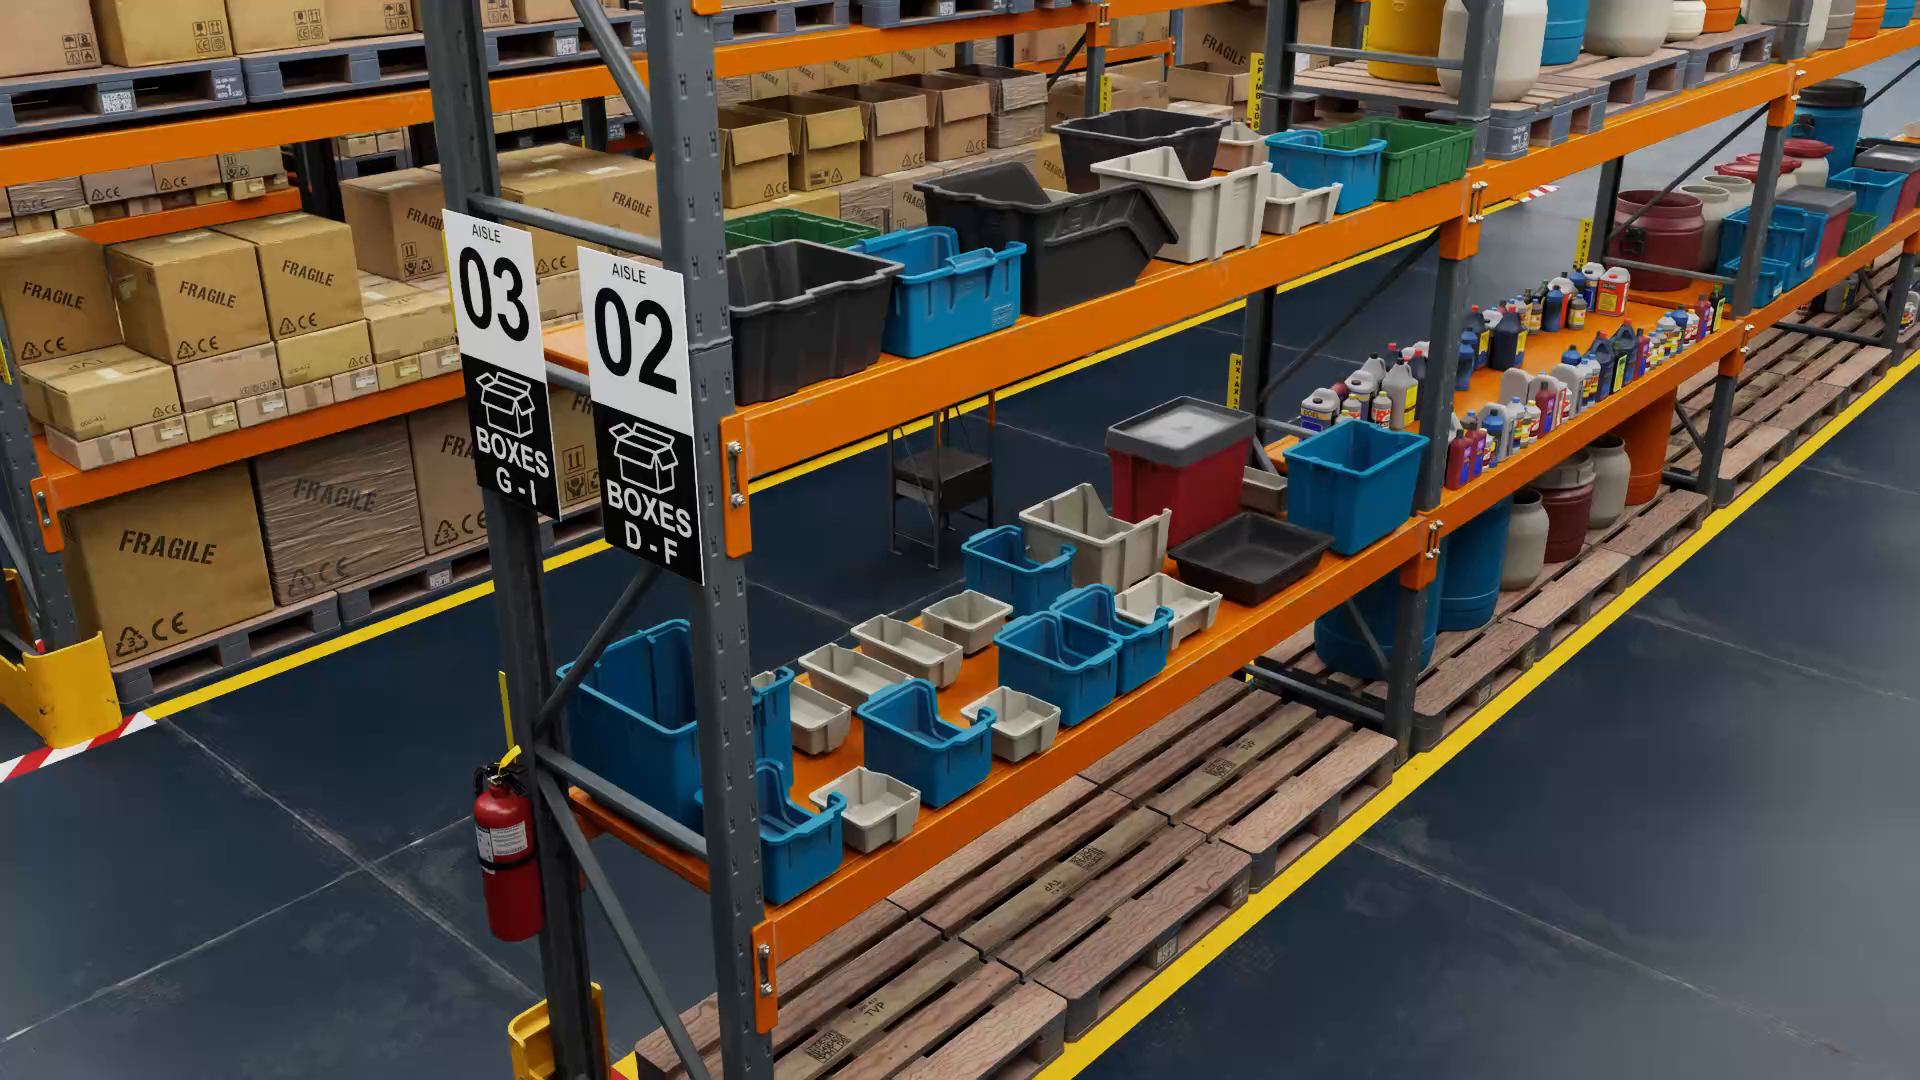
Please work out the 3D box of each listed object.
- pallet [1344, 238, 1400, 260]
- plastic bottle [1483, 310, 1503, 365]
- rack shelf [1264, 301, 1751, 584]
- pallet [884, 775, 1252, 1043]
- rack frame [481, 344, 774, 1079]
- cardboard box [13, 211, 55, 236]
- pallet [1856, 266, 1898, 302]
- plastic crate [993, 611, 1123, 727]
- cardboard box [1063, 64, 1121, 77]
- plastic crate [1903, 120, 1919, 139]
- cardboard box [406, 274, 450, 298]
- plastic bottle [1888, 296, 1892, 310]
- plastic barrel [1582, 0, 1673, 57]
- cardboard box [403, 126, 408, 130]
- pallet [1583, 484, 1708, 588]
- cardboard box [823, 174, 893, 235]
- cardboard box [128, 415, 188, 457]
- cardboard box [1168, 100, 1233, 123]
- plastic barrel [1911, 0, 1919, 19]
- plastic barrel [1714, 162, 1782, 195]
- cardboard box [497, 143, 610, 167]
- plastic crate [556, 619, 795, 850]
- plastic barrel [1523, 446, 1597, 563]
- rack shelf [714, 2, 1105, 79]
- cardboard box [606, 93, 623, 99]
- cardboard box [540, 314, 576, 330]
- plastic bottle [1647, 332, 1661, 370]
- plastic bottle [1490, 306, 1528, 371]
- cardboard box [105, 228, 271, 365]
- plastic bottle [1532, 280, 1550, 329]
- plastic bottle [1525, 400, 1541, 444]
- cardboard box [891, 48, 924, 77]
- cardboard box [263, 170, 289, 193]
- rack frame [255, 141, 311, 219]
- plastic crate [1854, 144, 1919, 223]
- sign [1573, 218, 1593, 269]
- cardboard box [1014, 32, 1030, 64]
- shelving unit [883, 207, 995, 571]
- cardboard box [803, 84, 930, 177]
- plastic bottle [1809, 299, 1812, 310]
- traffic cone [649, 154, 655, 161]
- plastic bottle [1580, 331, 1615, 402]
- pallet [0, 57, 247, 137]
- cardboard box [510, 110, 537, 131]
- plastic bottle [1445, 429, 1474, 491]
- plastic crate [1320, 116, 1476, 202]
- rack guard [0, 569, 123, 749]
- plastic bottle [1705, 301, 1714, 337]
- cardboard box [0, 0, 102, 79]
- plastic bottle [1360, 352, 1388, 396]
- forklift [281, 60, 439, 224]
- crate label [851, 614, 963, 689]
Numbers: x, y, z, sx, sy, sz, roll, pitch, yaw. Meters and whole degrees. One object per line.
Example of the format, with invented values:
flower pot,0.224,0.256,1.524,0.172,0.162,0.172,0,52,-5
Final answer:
pallet,3.788,-3.168,17.057,1.003,0.211,1.213,20,31,38
plastic bottle,2.930,-1.132,9.260,0.152,0.276,0.135,20,31,38
rack shelf,3.050,-0.717,9.062,1.077,0.370,4.000,20,31,38
pallet,0.439,1.444,6.770,1.003,0.211,1.213,20,31,38
rack frame,-0.955,0.783,4.838,1.000,3.000,0.127,20,31,38
cardboard box,-6.806,-2.339,12.106,0.380,0.149,0.250,22,32,39
pallet,8.348,-2.168,14.826,1.003,0.211,1.213,20,31,38
plastic crate,0.334,0.445,5.722,0.416,0.233,0.300,20,31,38
cardboard box,1.420,-5.558,21.064,0.875,0.875,0.875,20,31,37
plastic crate,8.887,-3.787,15.352,0.298,0.136,0.250,20,31,38
cardboard box,-2.757,-1.336,9.382,0.500,0.250,0.500,21,32,39
plastic bottle,7.709,-1.947,13.708,0.061,0.283,0.133,20,31,38
plastic barrel,3.314,-2.696,8.250,0.433,0.535,0.433,0,24,0
cardboard box,-4.651,-3.539,13.907,0.380,0.149,0.250,21,32,39
pallet,3.890,-0.131,10.283,1.003,0.211,1.213,20,31,38
cardboard box,-0.811,-2.212,11.394,0.500,0.500,0.500,19,31,36
cardboard box,-3.990,-0.552,8.121,0.380,0.149,0.250,20,31,37
cardboard box,1.986,-3.578,14.234,0.500,0.250,0.500,19,30,36
plastic barrel,6.440,-4.057,11.354,0.600,0.901,0.600,0,24,0
plastic barrel,5.474,-2.348,11.655,0.433,0.535,0.433,0,24,0
cardboard box,-2.483,-2.122,10.219,0.500,0.500,0.500,20,31,38
plastic crate,-0.870,0.586,5.160,0.616,0.435,0.499,20,31,38
plastic barrel,3.317,-0.248,9.571,0.600,0.588,0.708,20,31,38
rack shelf,-0.639,-3.438,11.465,1.077,0.370,4.000,20,31,38
cardboard box,-3.271,-4.167,15.308,0.380,0.149,0.250,21,32,39
cardboard box,-2.448,-1.256,9.693,0.380,0.149,0.250,21,31,38
plastic bottle,3.798,-1.046,9.159,0.097,0.201,0.097,0,24,0
plastic bottle,3.023,-1.118,9.137,0.144,0.351,0.185,20,31,38
cardboard box,-3.788,-1.204,8.172,0.500,0.500,0.500,19,31,36
plastic bottle,3.423,-1.389,9.823,0.061,0.283,0.133,20,31,38
plastic bottle,2.780,-0.581,8.122,0.097,0.201,0.097,0,24,0
cardboard box,-0.747,-5.271,18.217,0.500,0.500,0.500,20,31,37
cardboard box,-5.616,-2.908,13.376,0.380,0.149,0.250,20,31,37
rack frame,-5.600,-3.173,13.662,1.000,3.000,0.127,20,31,38
plastic crate,6.959,-2.671,12.464,0.402,0.464,0.583,20,31,38
sign,3.970,-1.877,10.571,0.100,0.325,0.005,20,31,38
cardboard box,0.327,-5.969,19.712,0.875,0.550,0.550,20,31,38
shelving unit,-0.110,-0.908,9.708,0.431,2.100,0.503,20,31,38
cardboard box,-0.683,-2.888,11.677,0.797,0.503,0.637,21,32,39
plastic bottle,7.130,-2.071,13.986,0.061,0.283,0.133,22,32,40
traffic cone,-3.799,-5.014,20.867,0.336,0.463,0.334,20,31,38
plastic bottle,3.320,-0.910,8.674,0.144,0.351,0.185,20,31,38
pallet,-4.156,-2.127,7.769,1.003,0.211,1.213,20,31,38
cardboard box,-3.956,-3.720,14.674,0.380,0.149,0.250,18,30,35
plastic bottle,2.278,-0.378,7.569,0.061,0.283,0.133,20,31,38
plastic crate,1.657,-1.496,6.514,0.450,0.188,0.662,20,31,38
rack guard,-4.659,0.578,8.349,1.175,0.500,0.348,20,31,38
plastic bottle,4.342,-1.294,9.713,0.097,0.201,0.097,0,24,0
cardboard box,-4.336,-2.394,7.500,0.700,0.500,0.500,18,30,34
plastic bottle,2.085,-0.783,8.390,0.144,0.351,0.185,20,31,38
forklift,-4.252,-2.510,12.267,1.130,2.935,3.031,-7,25,-15
crate label,-0.173,0.402,5.936,0.396,0.136,0.243,20,31,38
